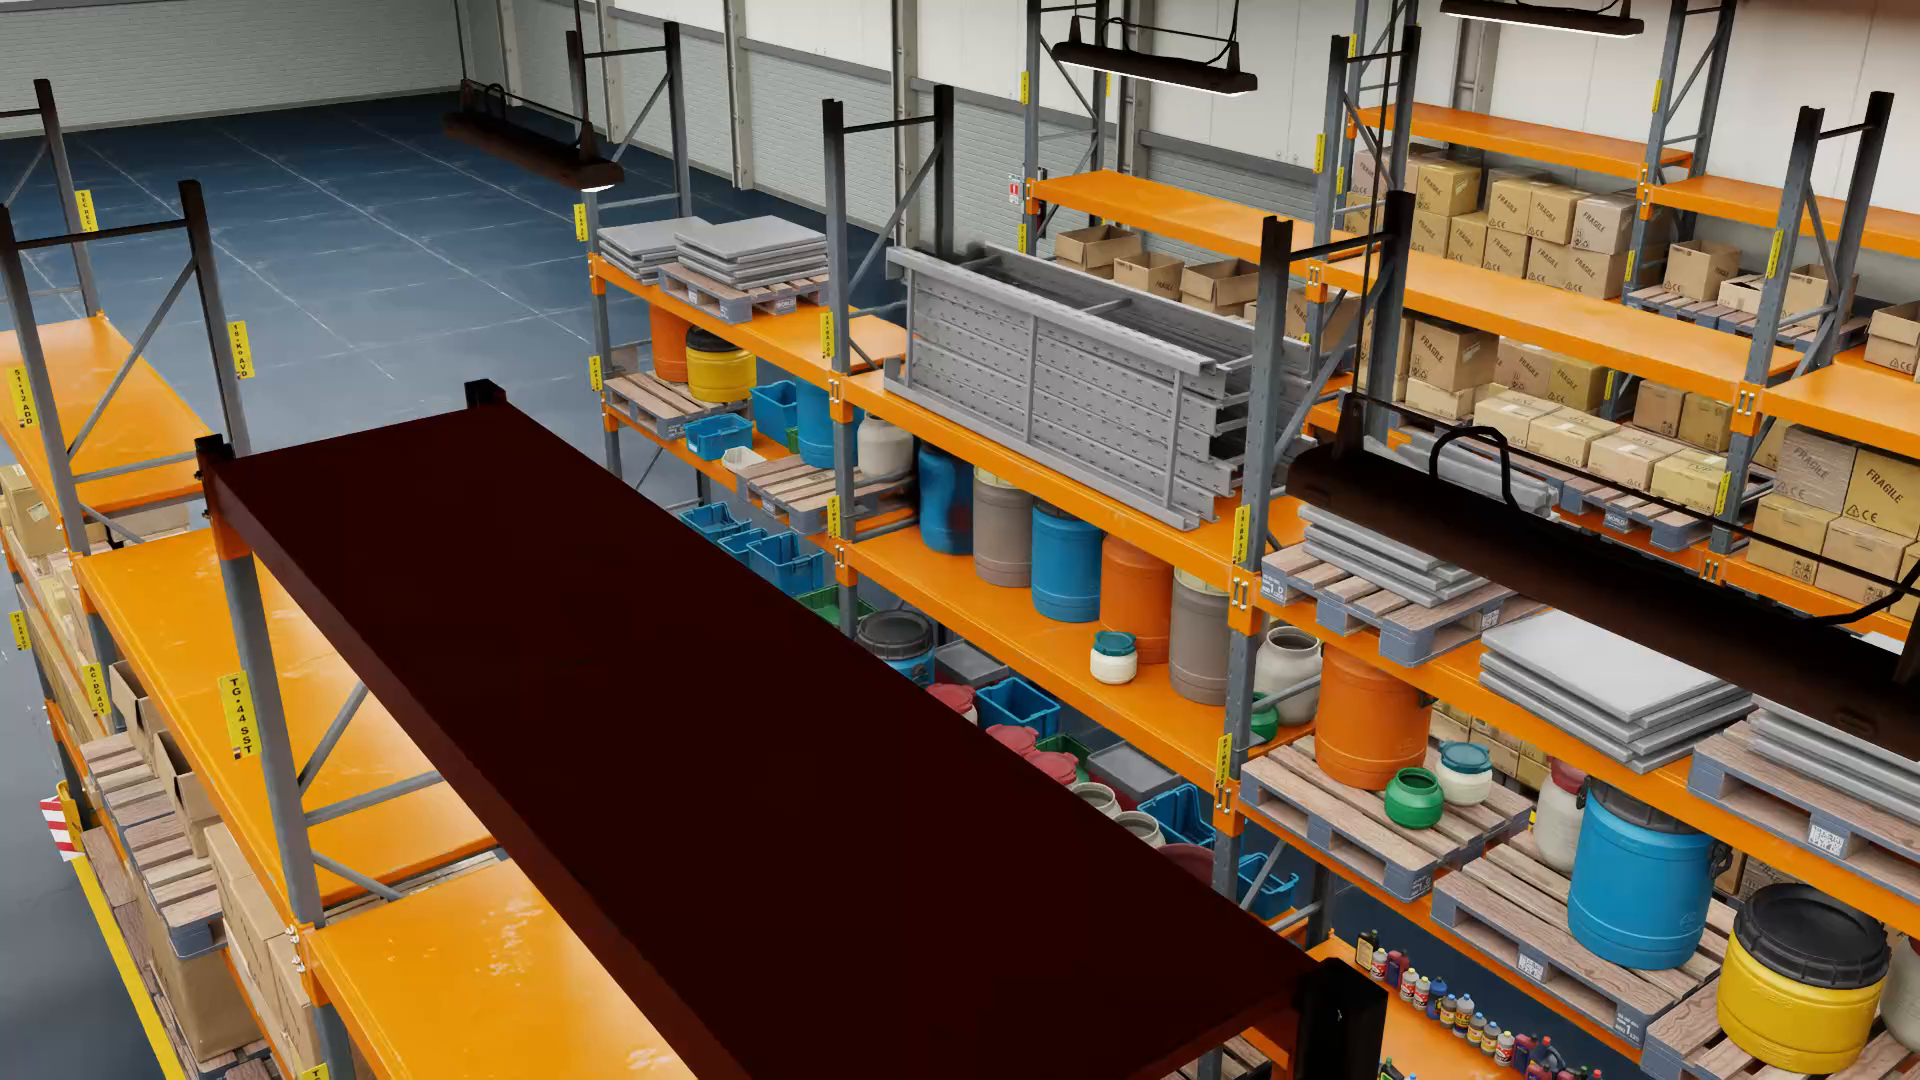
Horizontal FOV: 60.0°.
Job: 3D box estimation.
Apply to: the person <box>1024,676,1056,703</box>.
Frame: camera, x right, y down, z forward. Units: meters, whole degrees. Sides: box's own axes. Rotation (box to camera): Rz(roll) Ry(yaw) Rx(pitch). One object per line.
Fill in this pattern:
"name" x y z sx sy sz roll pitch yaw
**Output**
"person" -4.884 3.261 9.936 14.646 1.693 6.243 -9 26 -18
